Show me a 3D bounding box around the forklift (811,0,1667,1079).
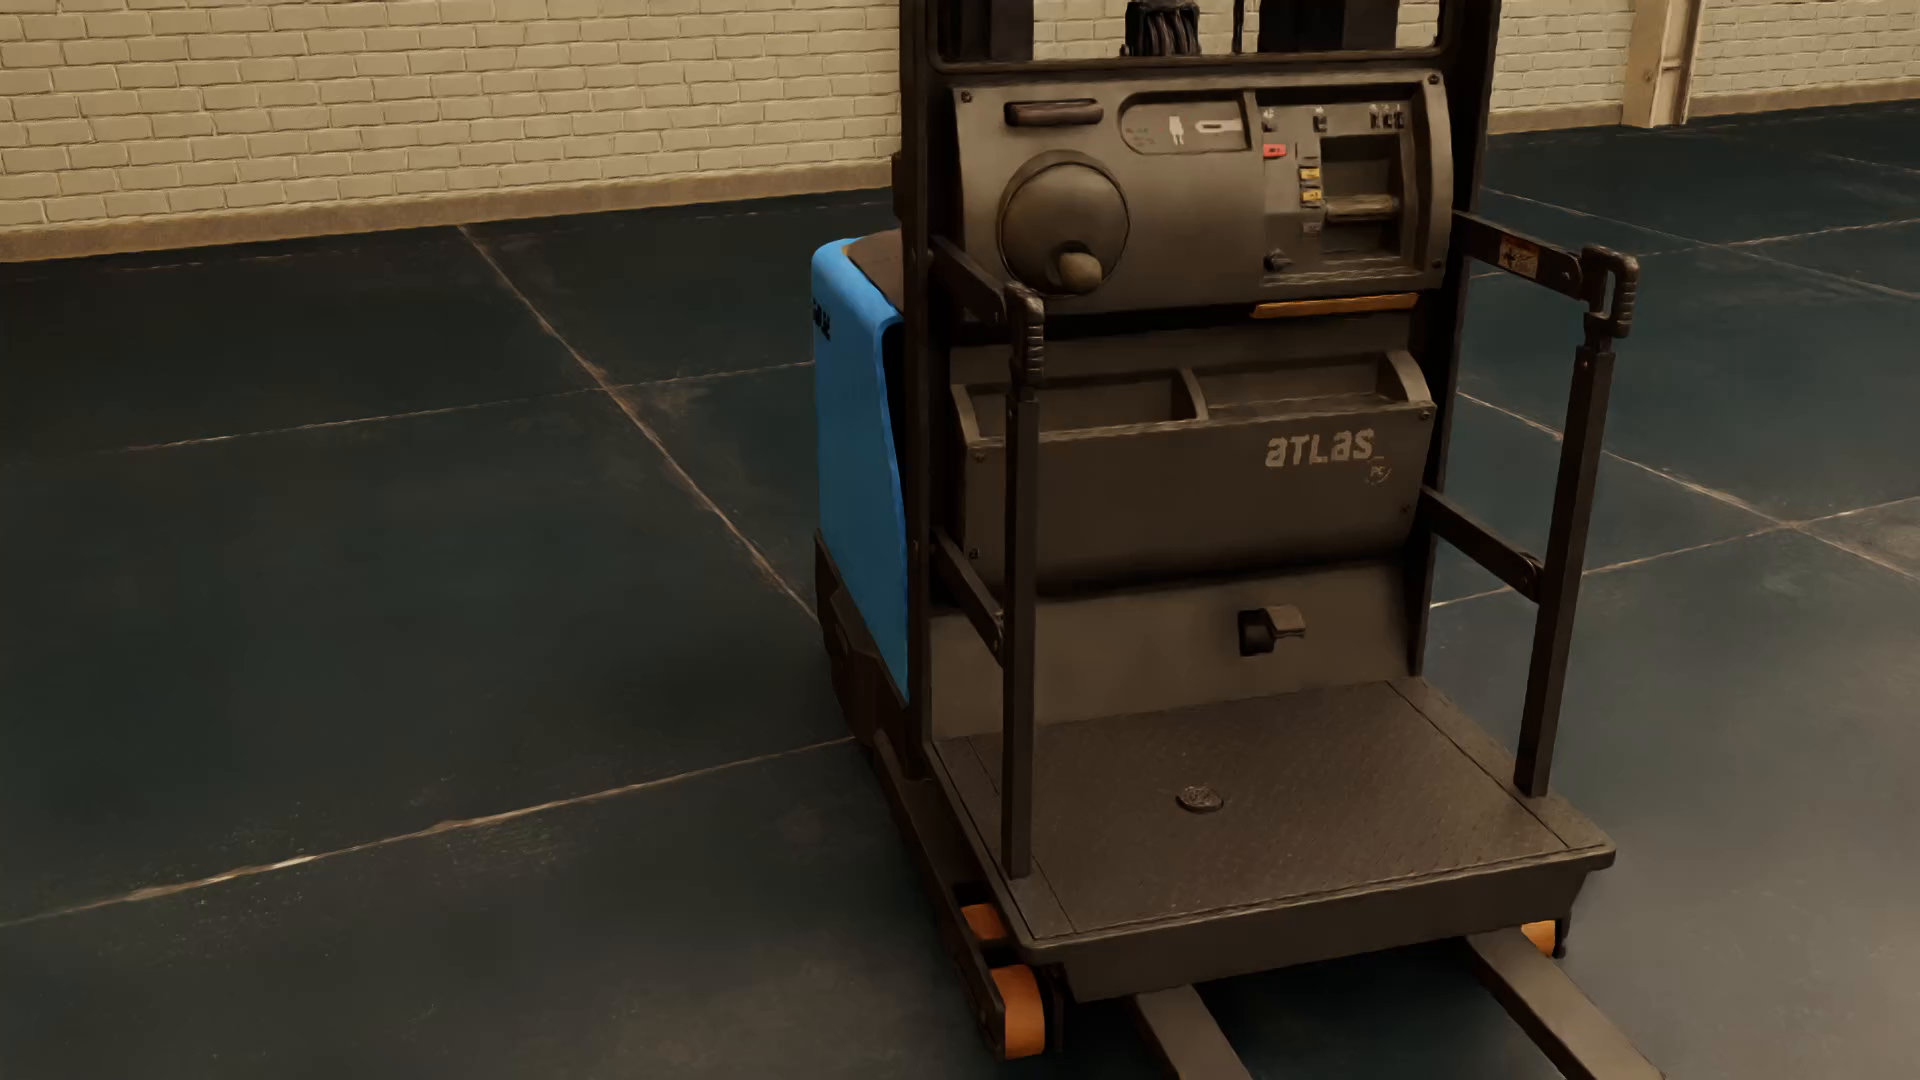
[{"bbox_3d":[0.500,-0.609,2.752,1.130,2.935,3.031,-6,23,-14],"label":"forklift"}]
